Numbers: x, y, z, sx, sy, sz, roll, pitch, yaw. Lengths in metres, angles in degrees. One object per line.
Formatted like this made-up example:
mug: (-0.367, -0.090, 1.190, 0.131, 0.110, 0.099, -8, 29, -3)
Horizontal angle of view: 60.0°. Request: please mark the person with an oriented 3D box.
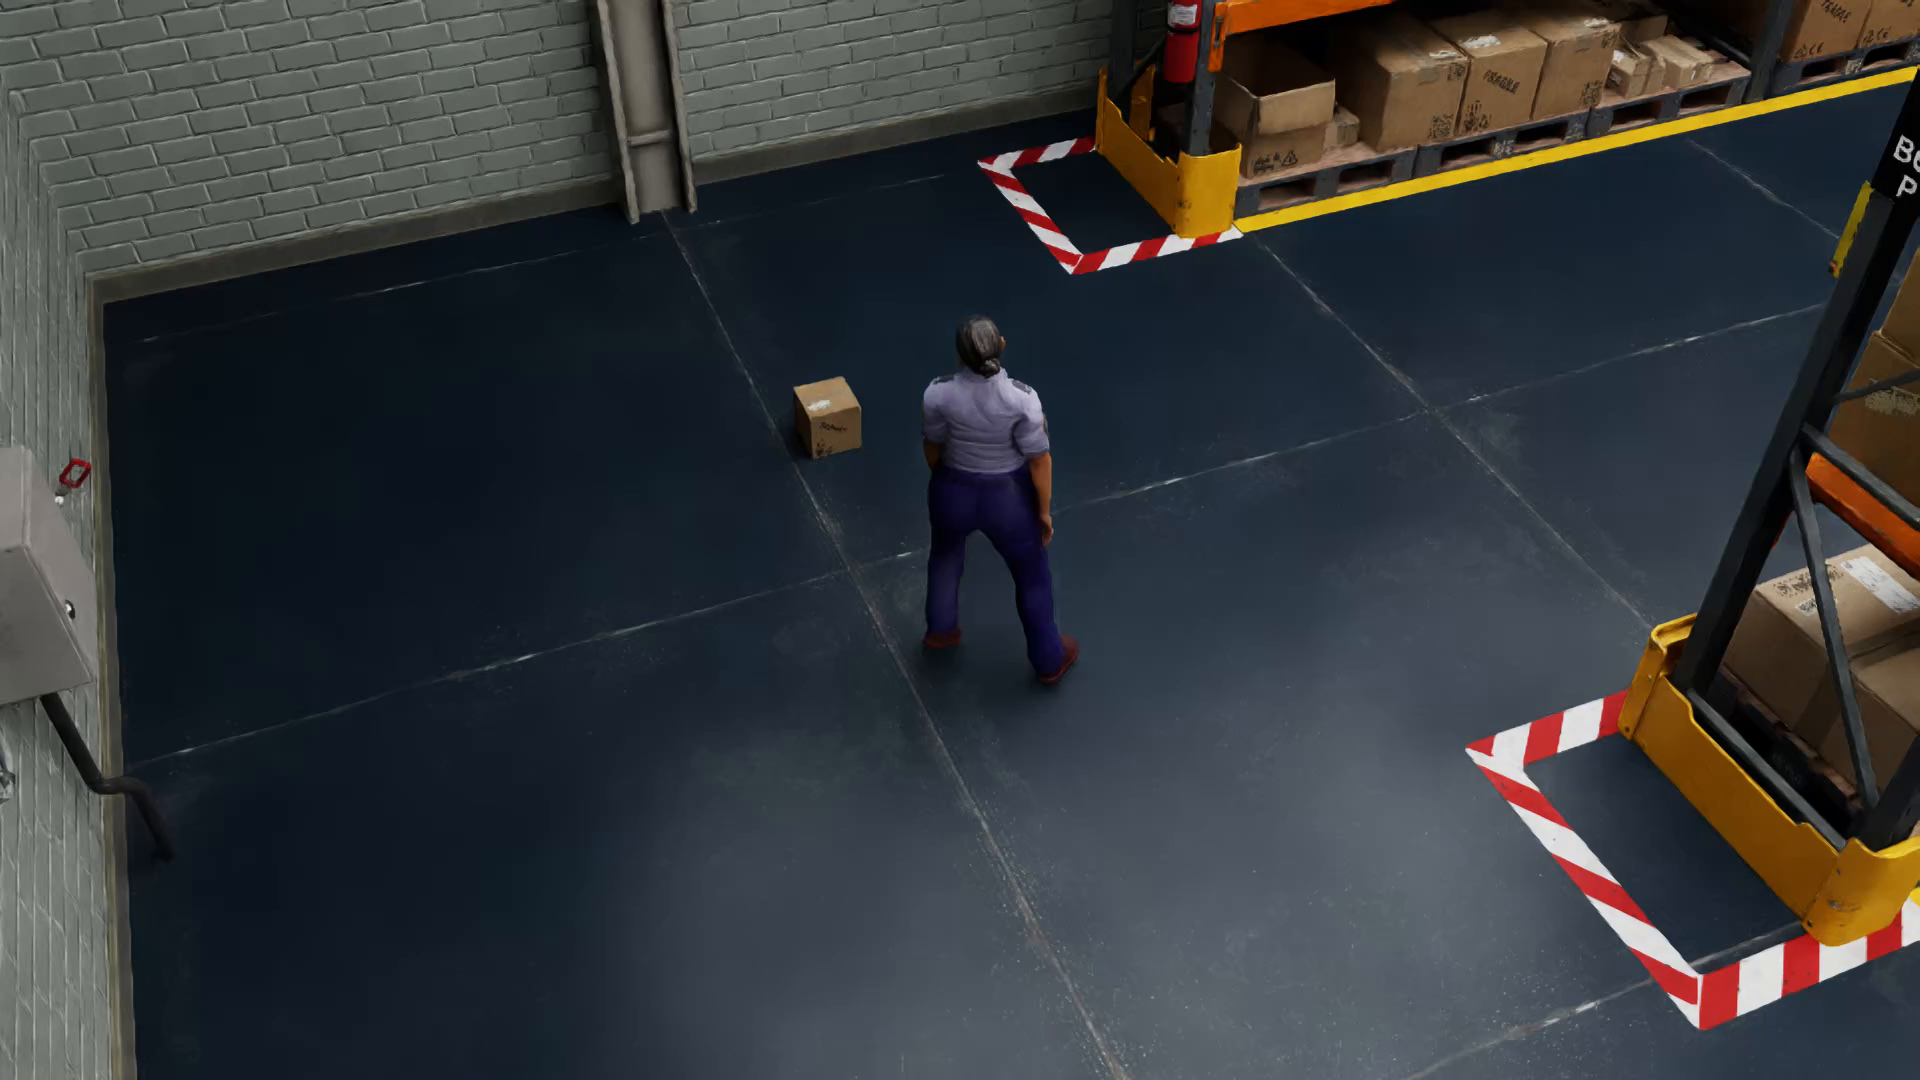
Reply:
person: (0.175, -0.167, 6.354, 0.635, 1.633, 0.437, 5, 42, 6)
